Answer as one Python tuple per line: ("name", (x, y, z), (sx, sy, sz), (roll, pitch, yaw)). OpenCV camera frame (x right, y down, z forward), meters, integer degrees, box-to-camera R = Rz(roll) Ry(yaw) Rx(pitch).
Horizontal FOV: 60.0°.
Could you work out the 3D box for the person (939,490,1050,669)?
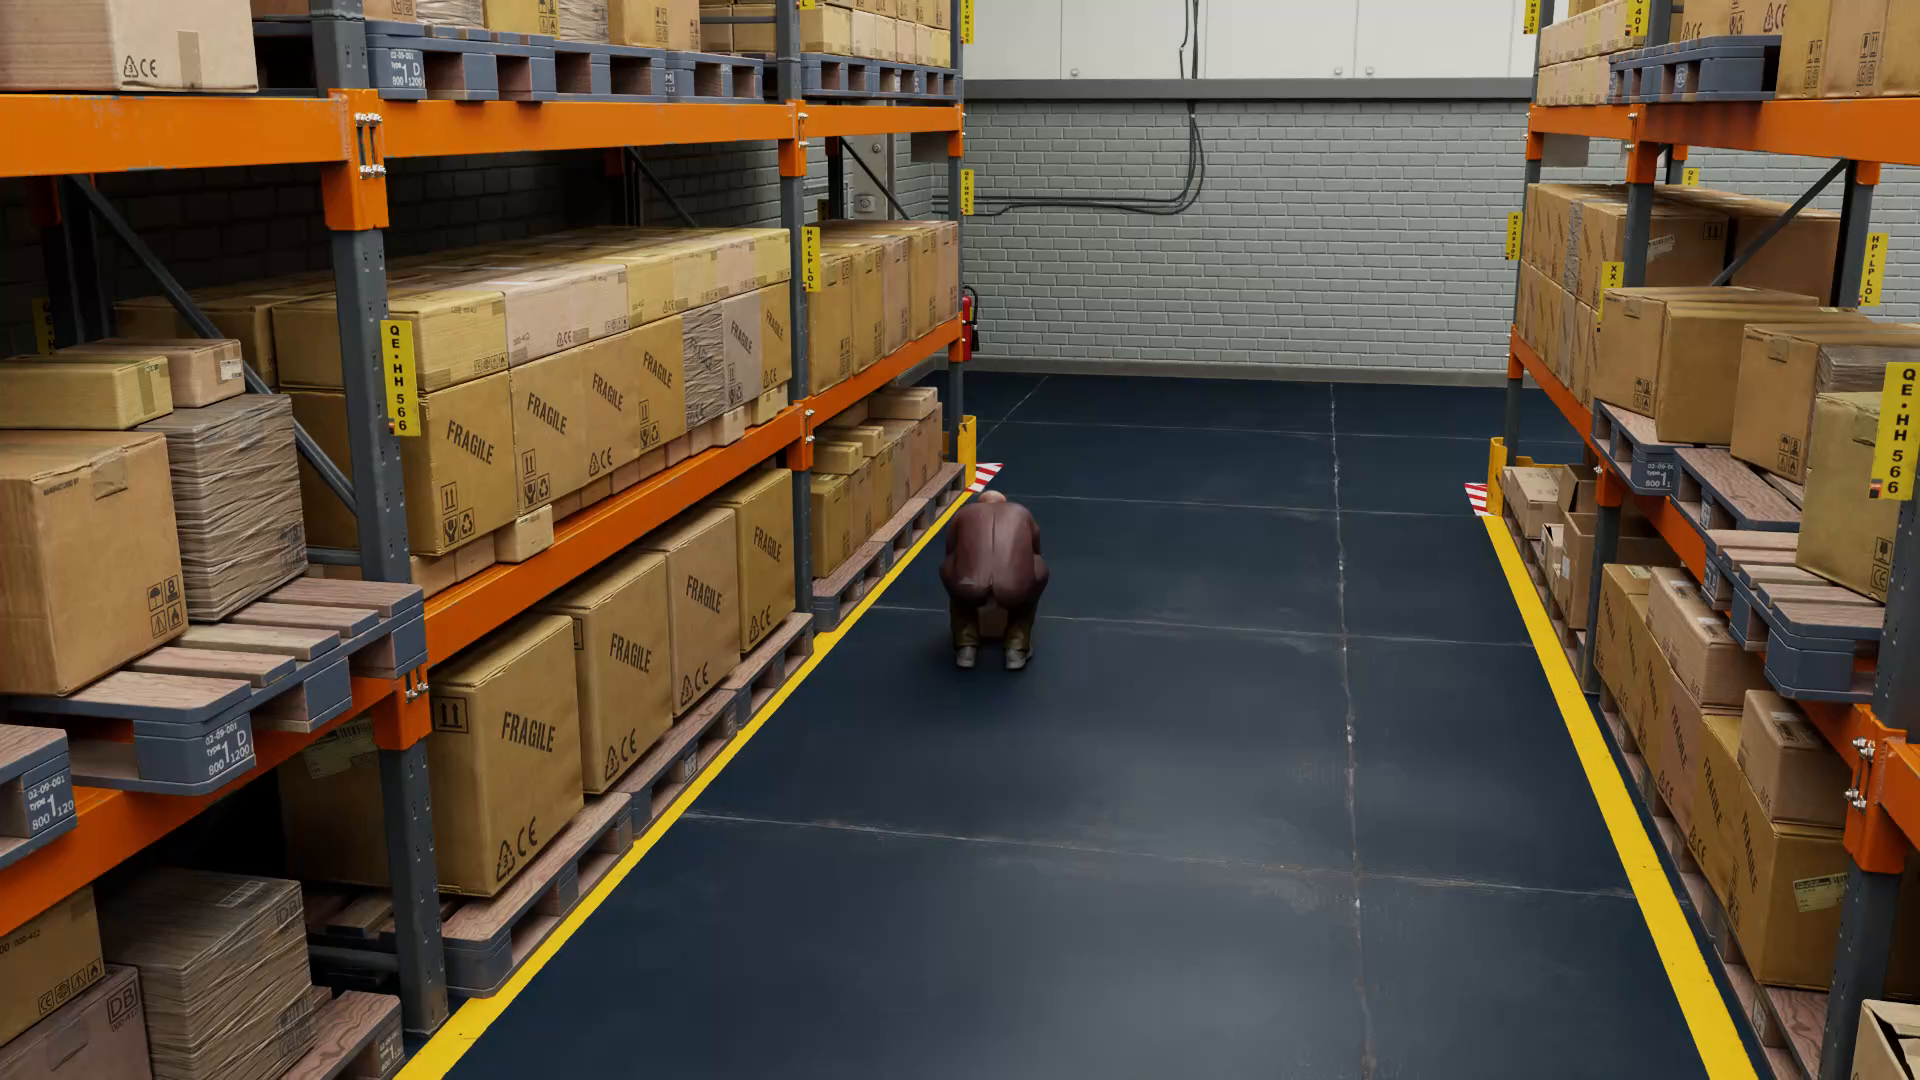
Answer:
("person", (0.185, 0.215, 8.736), (0.577, 0.804, 0.953), (1, 14, 5))
